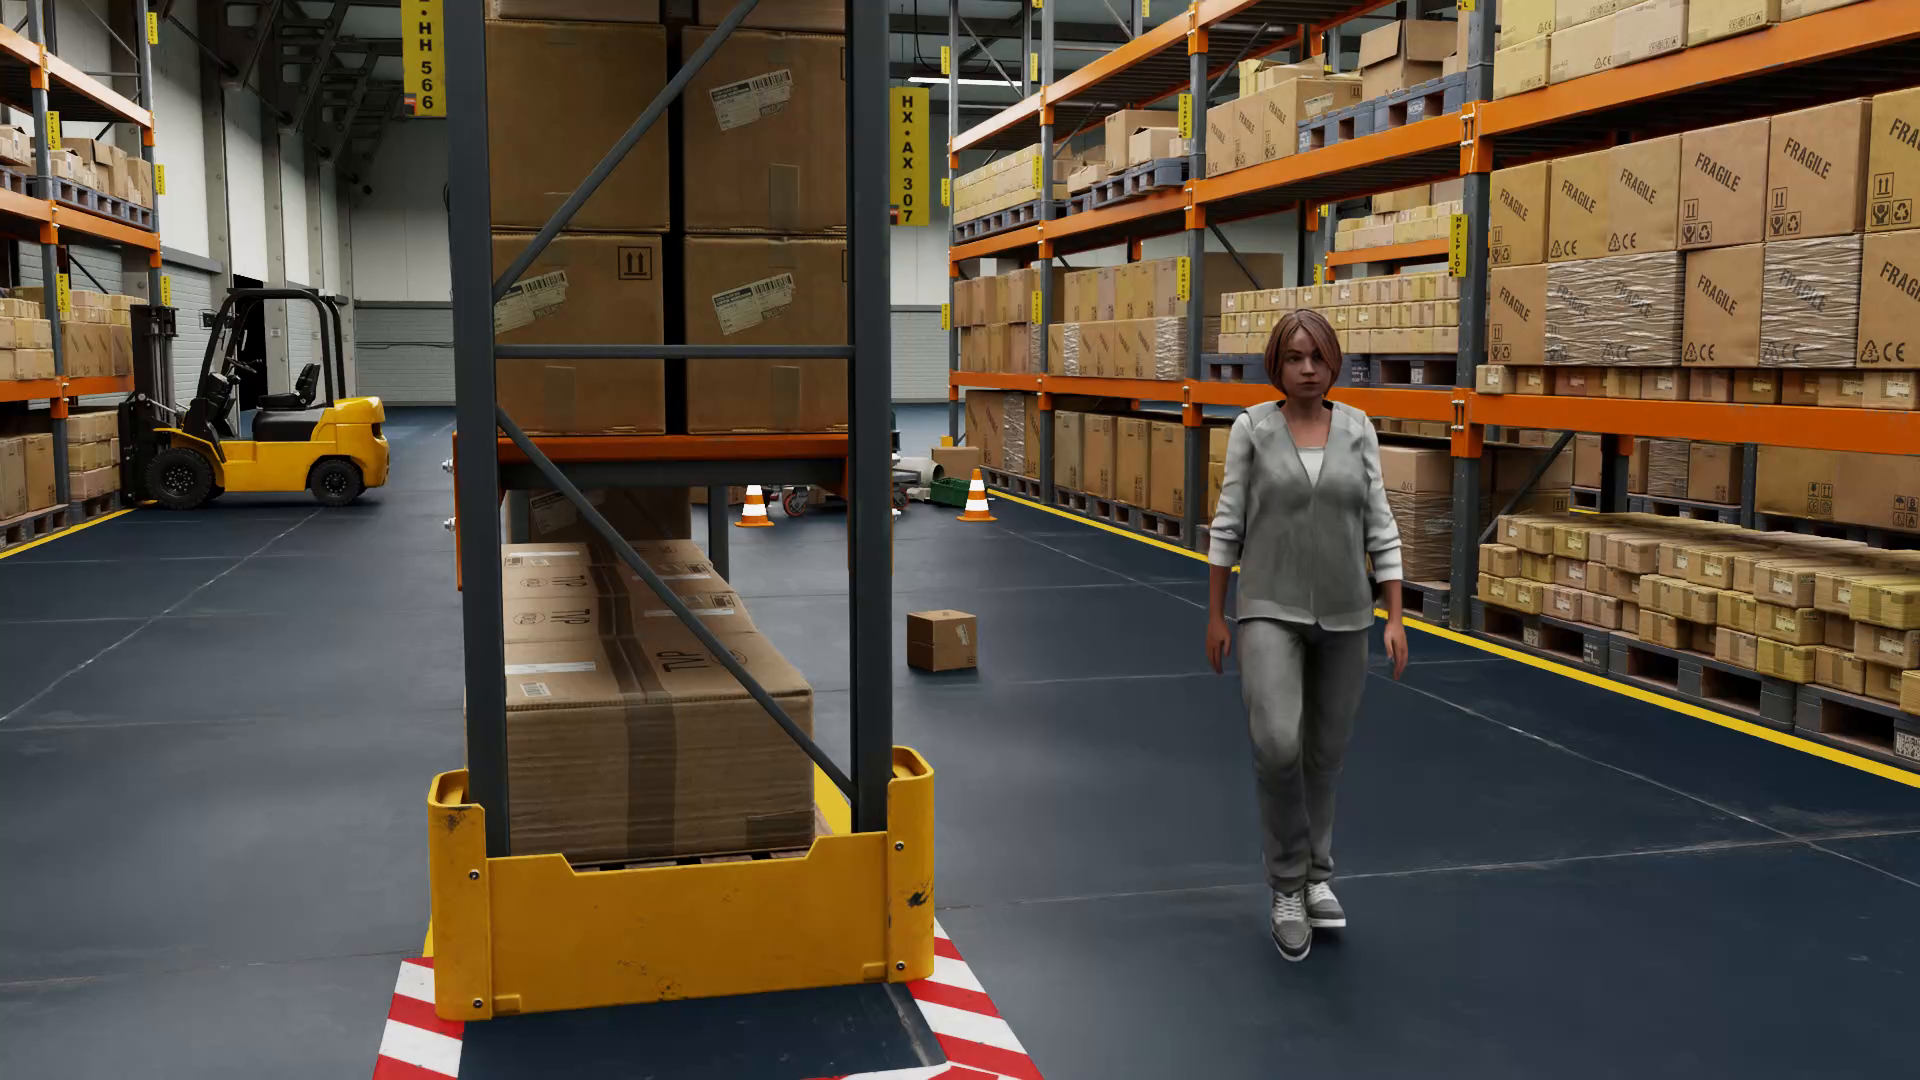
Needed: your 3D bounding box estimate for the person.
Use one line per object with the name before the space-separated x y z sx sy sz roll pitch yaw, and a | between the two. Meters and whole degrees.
person | 0.864 0.231 4.168 0.459 1.612 0.508 0 6 -3
